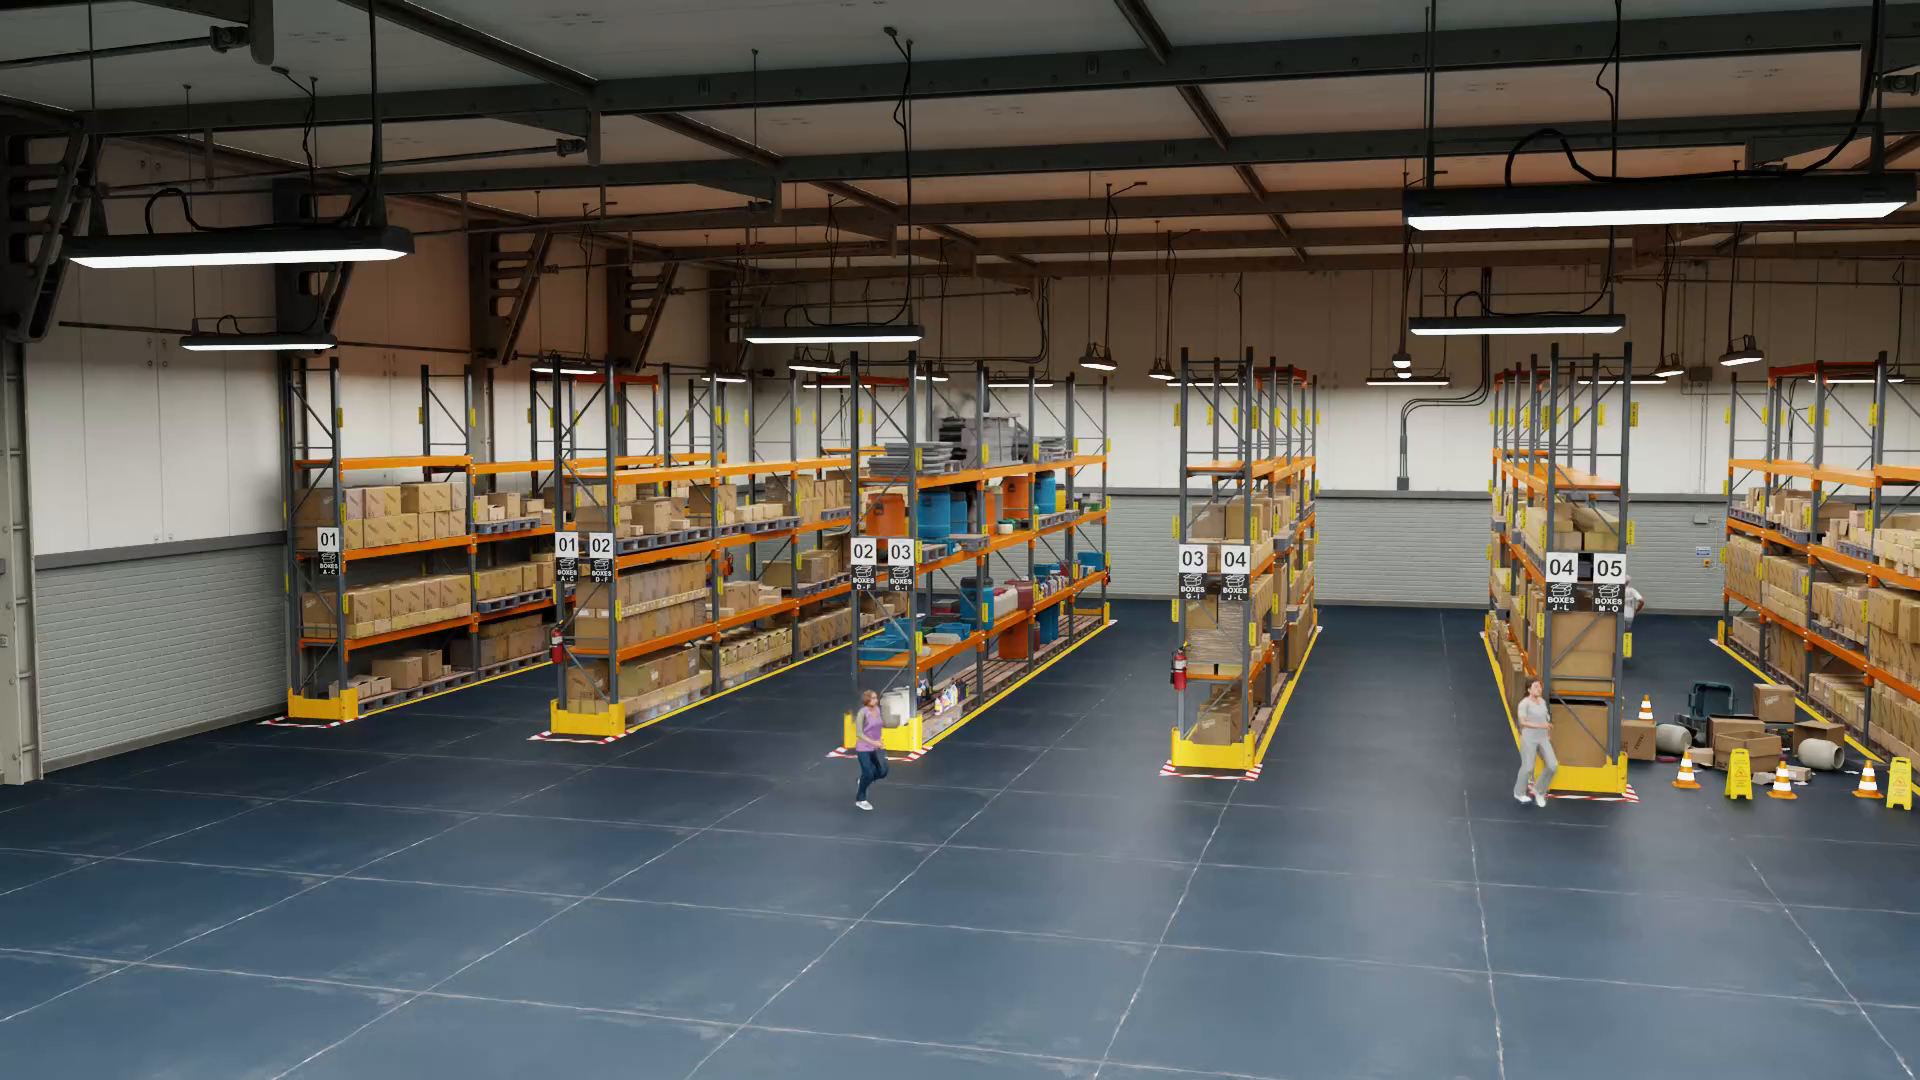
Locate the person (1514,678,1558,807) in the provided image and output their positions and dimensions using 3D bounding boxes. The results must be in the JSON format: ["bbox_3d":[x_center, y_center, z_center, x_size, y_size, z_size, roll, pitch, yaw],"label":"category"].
[{"bbox_3d":[7.388,2.599,21.360,0.515,1.668,0.682,-1,4,-17],"label":"person"}]

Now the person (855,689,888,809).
[{"bbox_3d":[-1.129,2.673,21.229,0.572,1.554,0.523,4,5,40],"label":"person"}]

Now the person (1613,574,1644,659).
[{"bbox_3d":[13.660,1.584,34.265,0.665,1.756,0.969,0,4,0],"label":"person"}]

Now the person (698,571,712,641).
[{"bbox_3d":[-5.492,1.509,36.092,0.570,1.650,0.910,1,4,12],"label":"person"}]
